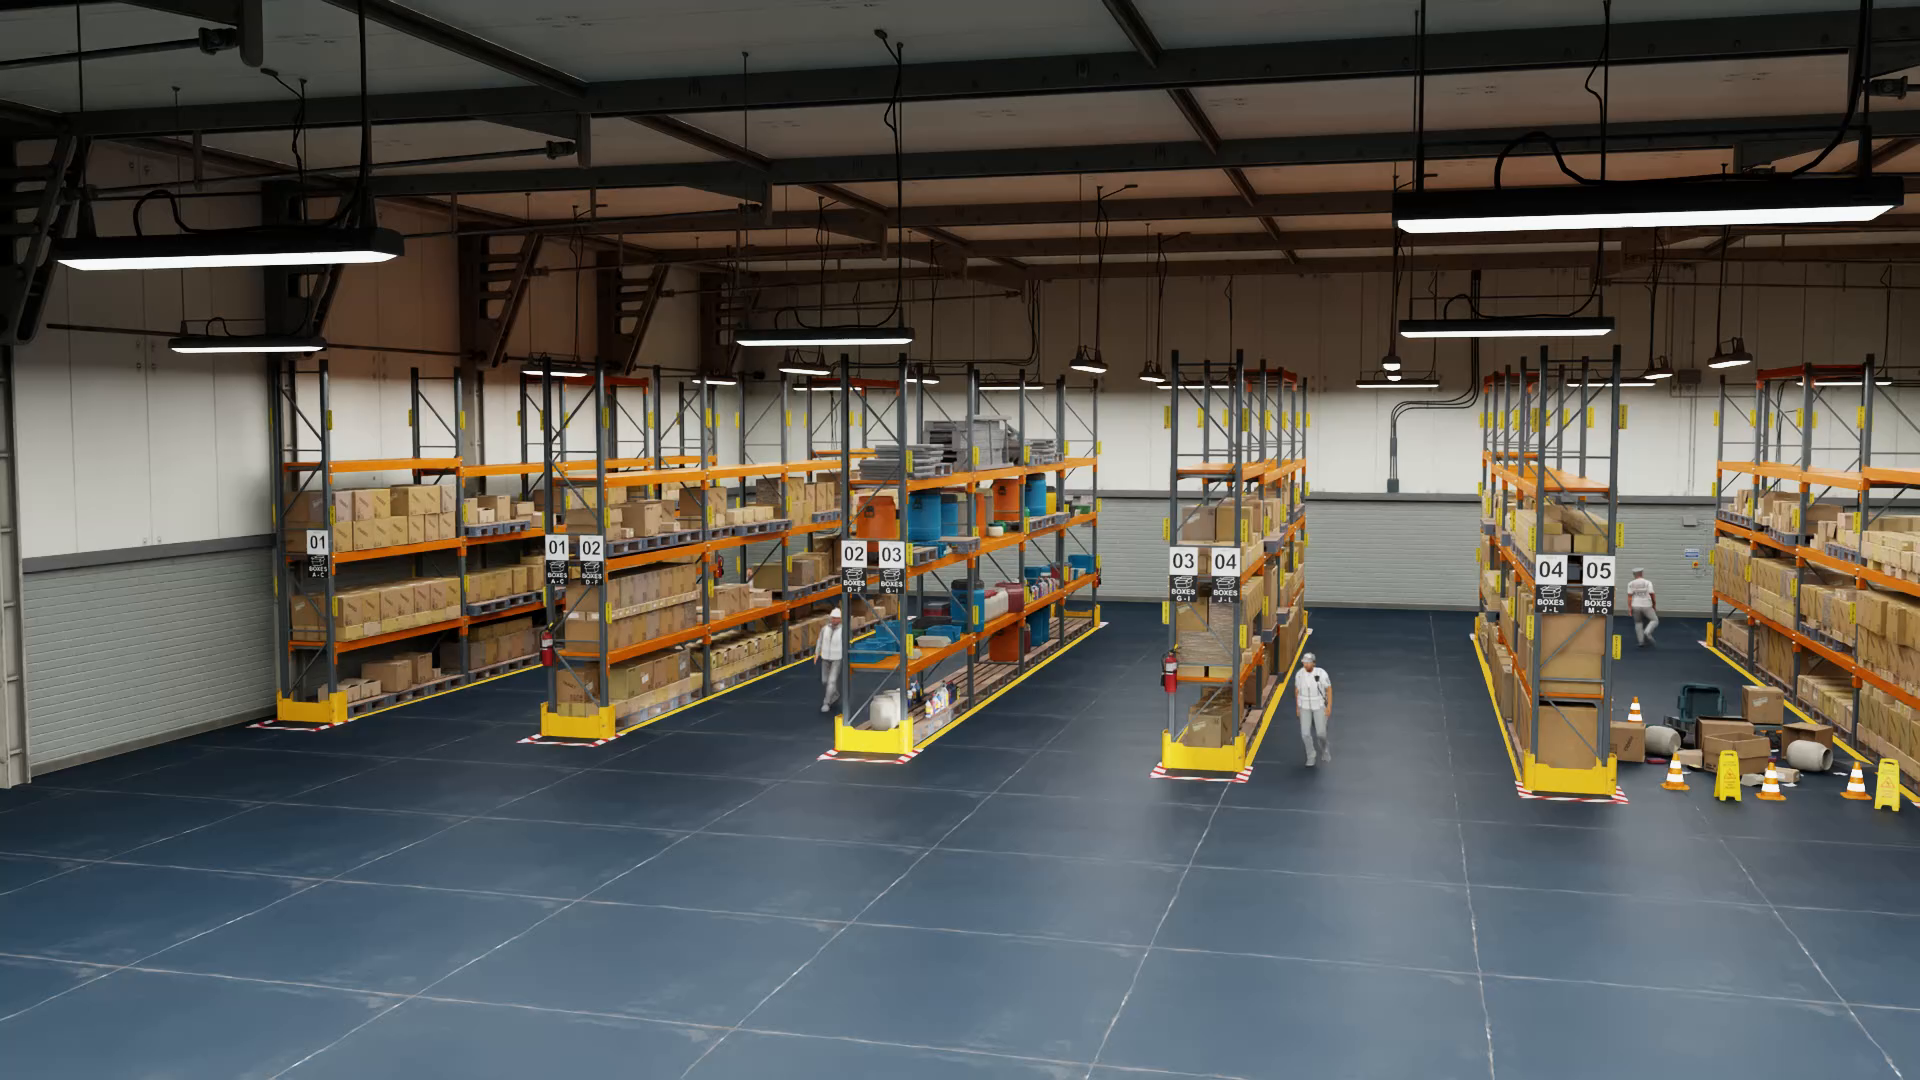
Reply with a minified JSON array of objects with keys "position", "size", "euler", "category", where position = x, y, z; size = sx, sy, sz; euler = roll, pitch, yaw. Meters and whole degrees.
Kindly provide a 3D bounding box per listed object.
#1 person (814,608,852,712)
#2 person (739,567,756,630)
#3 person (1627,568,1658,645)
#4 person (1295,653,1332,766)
[{"position":[-2.207,2.061,28.886],"size":[0.619,1.750,0.834],"euler":[1,4,16],"category":"person"},{"position":[-4.858,1.431,38.245],"size":[0.533,1.604,1.060],"euler":[1,4,16],"category":"person"},{"position":[15.127,1.493,36.819],"size":[0.661,1.737,0.620],"euler":[3,5,35],"category":"person"},{"position":[5.147,2.447,24.240],"size":[0.553,1.645,0.557],"euler":[2,4,24],"category":"person"}]
